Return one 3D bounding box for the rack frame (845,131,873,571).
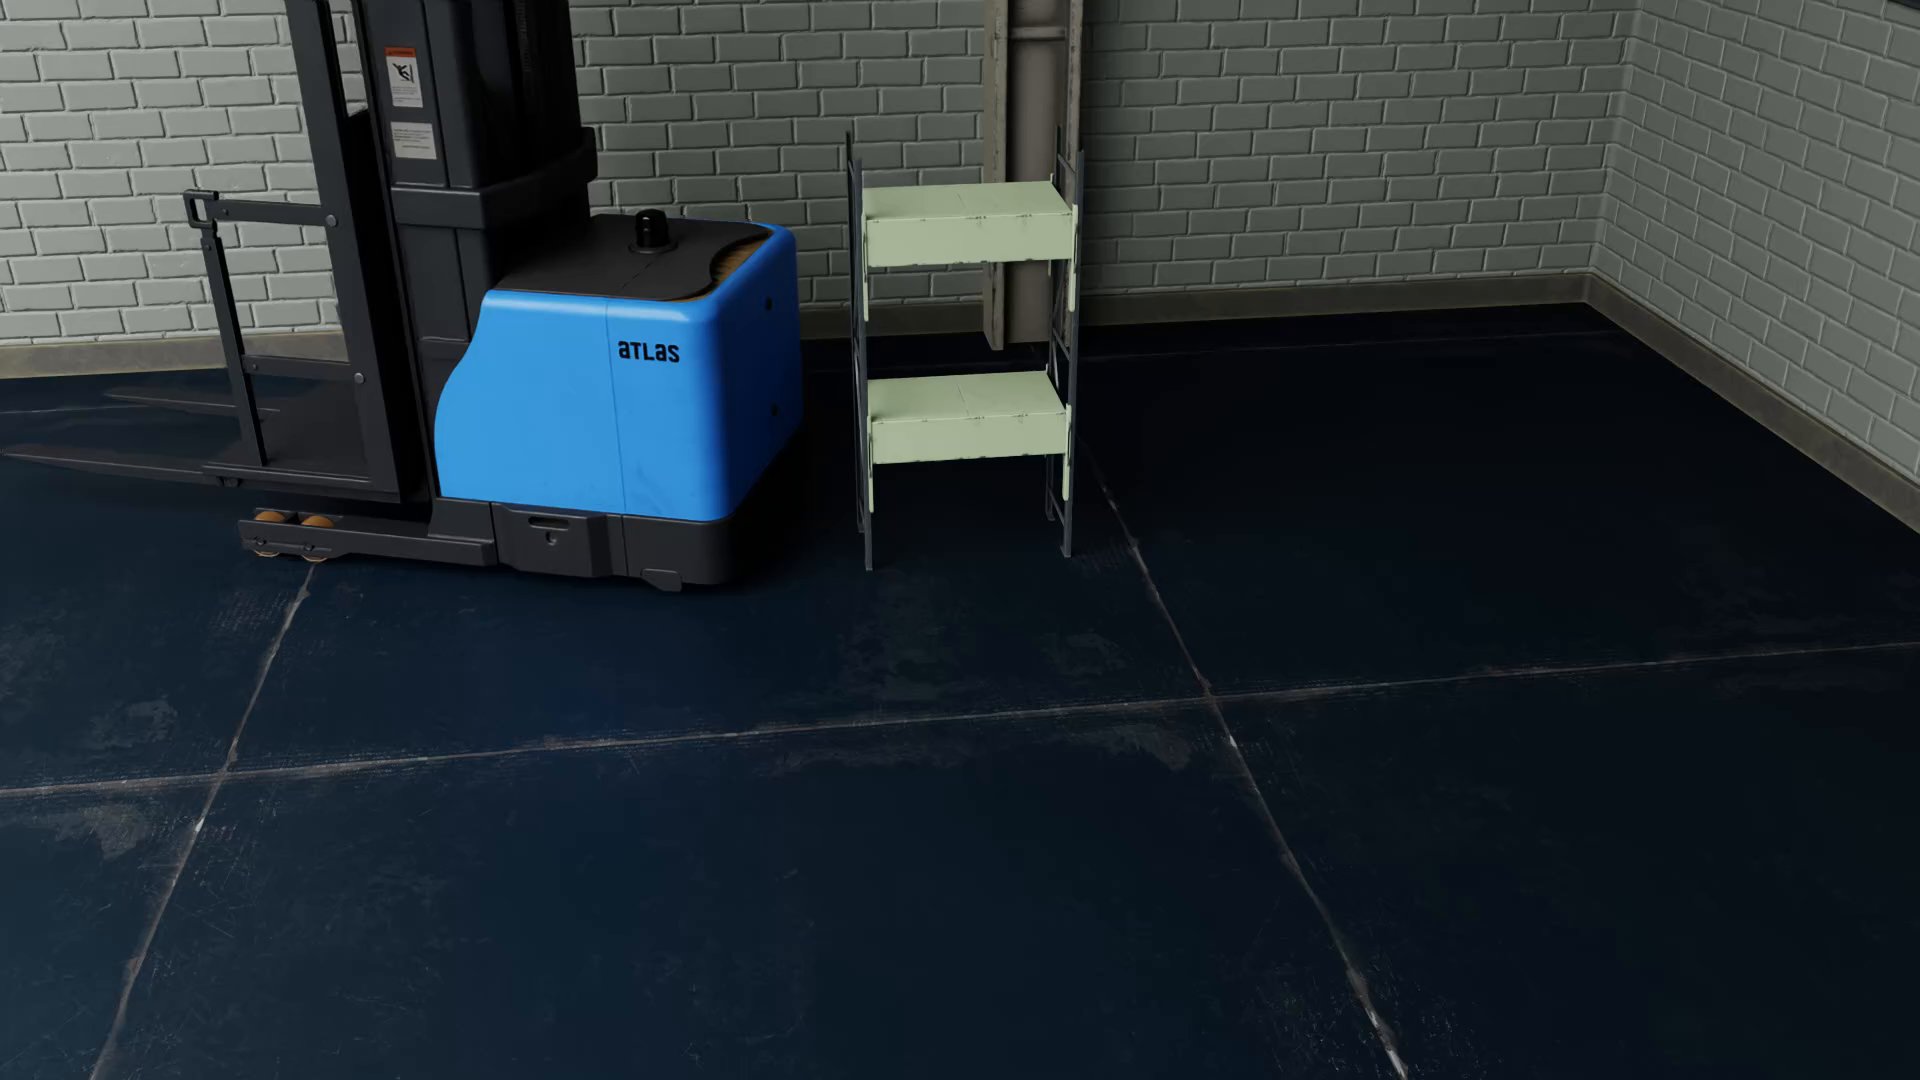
[{"bbox_3d":[-0.356,-0.644,5.863,0.023,1.500,0.400,-4,27,-7],"label":"rack frame"}]

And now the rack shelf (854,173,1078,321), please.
[{"bbox_3d":[0.007,-1.015,5.730,0.720,0.370,0.431,-4,27,-7],"label":"rack shelf"}]

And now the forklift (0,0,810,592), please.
[{"bbox_3d":[-2.166,-1.451,5.867,3.031,2.935,1.130,5,28,11],"label":"forklift"}]

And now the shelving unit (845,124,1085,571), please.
[{"bbox_3d":[0.007,-0.668,5.908,0.755,1.500,0.431,-4,27,-7],"label":"shelving unit"}]

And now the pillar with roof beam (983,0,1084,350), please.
[{"bbox_3d":[0.931,-3.056,2.349,0.400,9.000,9.100,-4,27,-7],"label":"pillar with roof beam"}]

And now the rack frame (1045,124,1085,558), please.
[{"bbox_3d":[0.369,-0.691,5.954,0.023,1.500,0.400,-4,27,-7],"label":"rack frame"}]

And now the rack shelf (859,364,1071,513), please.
[{"bbox_3d":[0.007,-0.378,6.057,0.720,0.370,0.431,-4,27,-7],"label":"rack shelf"}]
